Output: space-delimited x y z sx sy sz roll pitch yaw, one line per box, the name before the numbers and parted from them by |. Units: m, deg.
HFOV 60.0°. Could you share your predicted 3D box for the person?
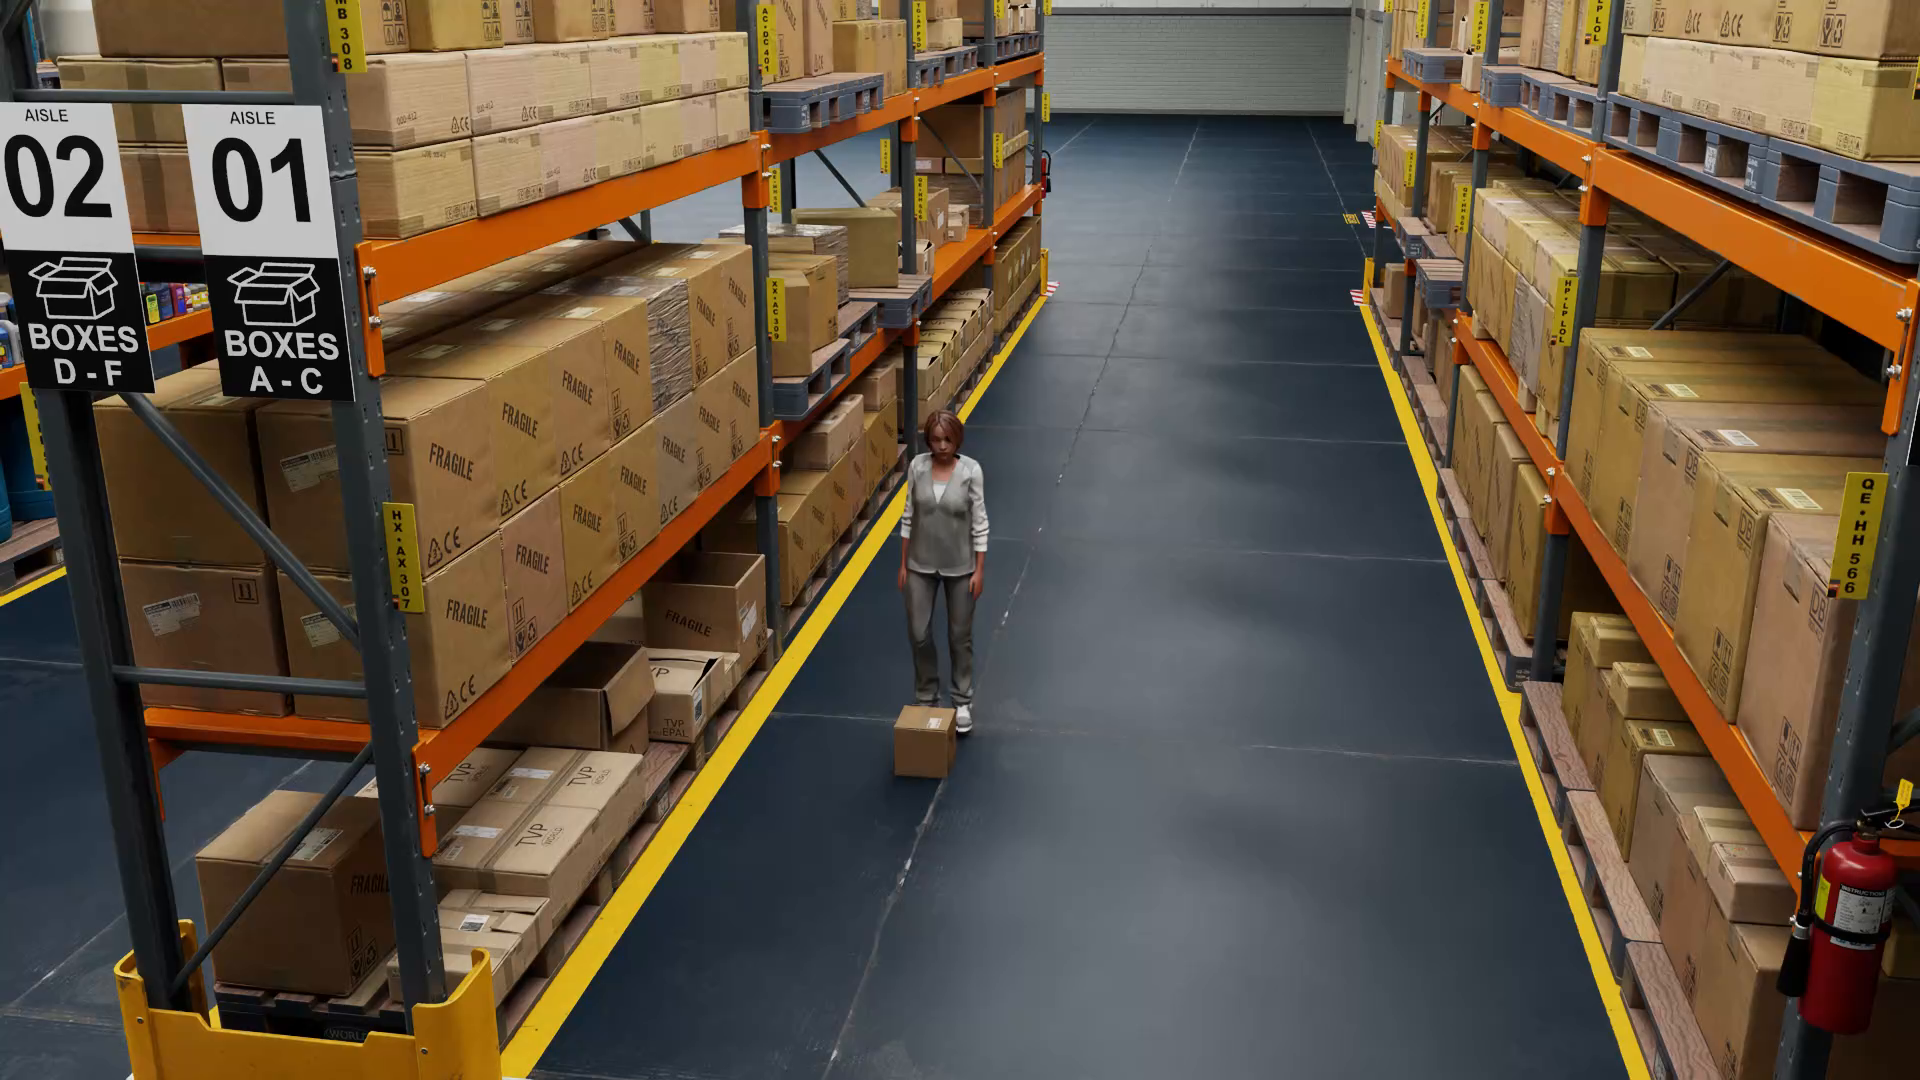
person | -0.083 0.163 8.055 0.449 1.631 0.319 3 18 8
